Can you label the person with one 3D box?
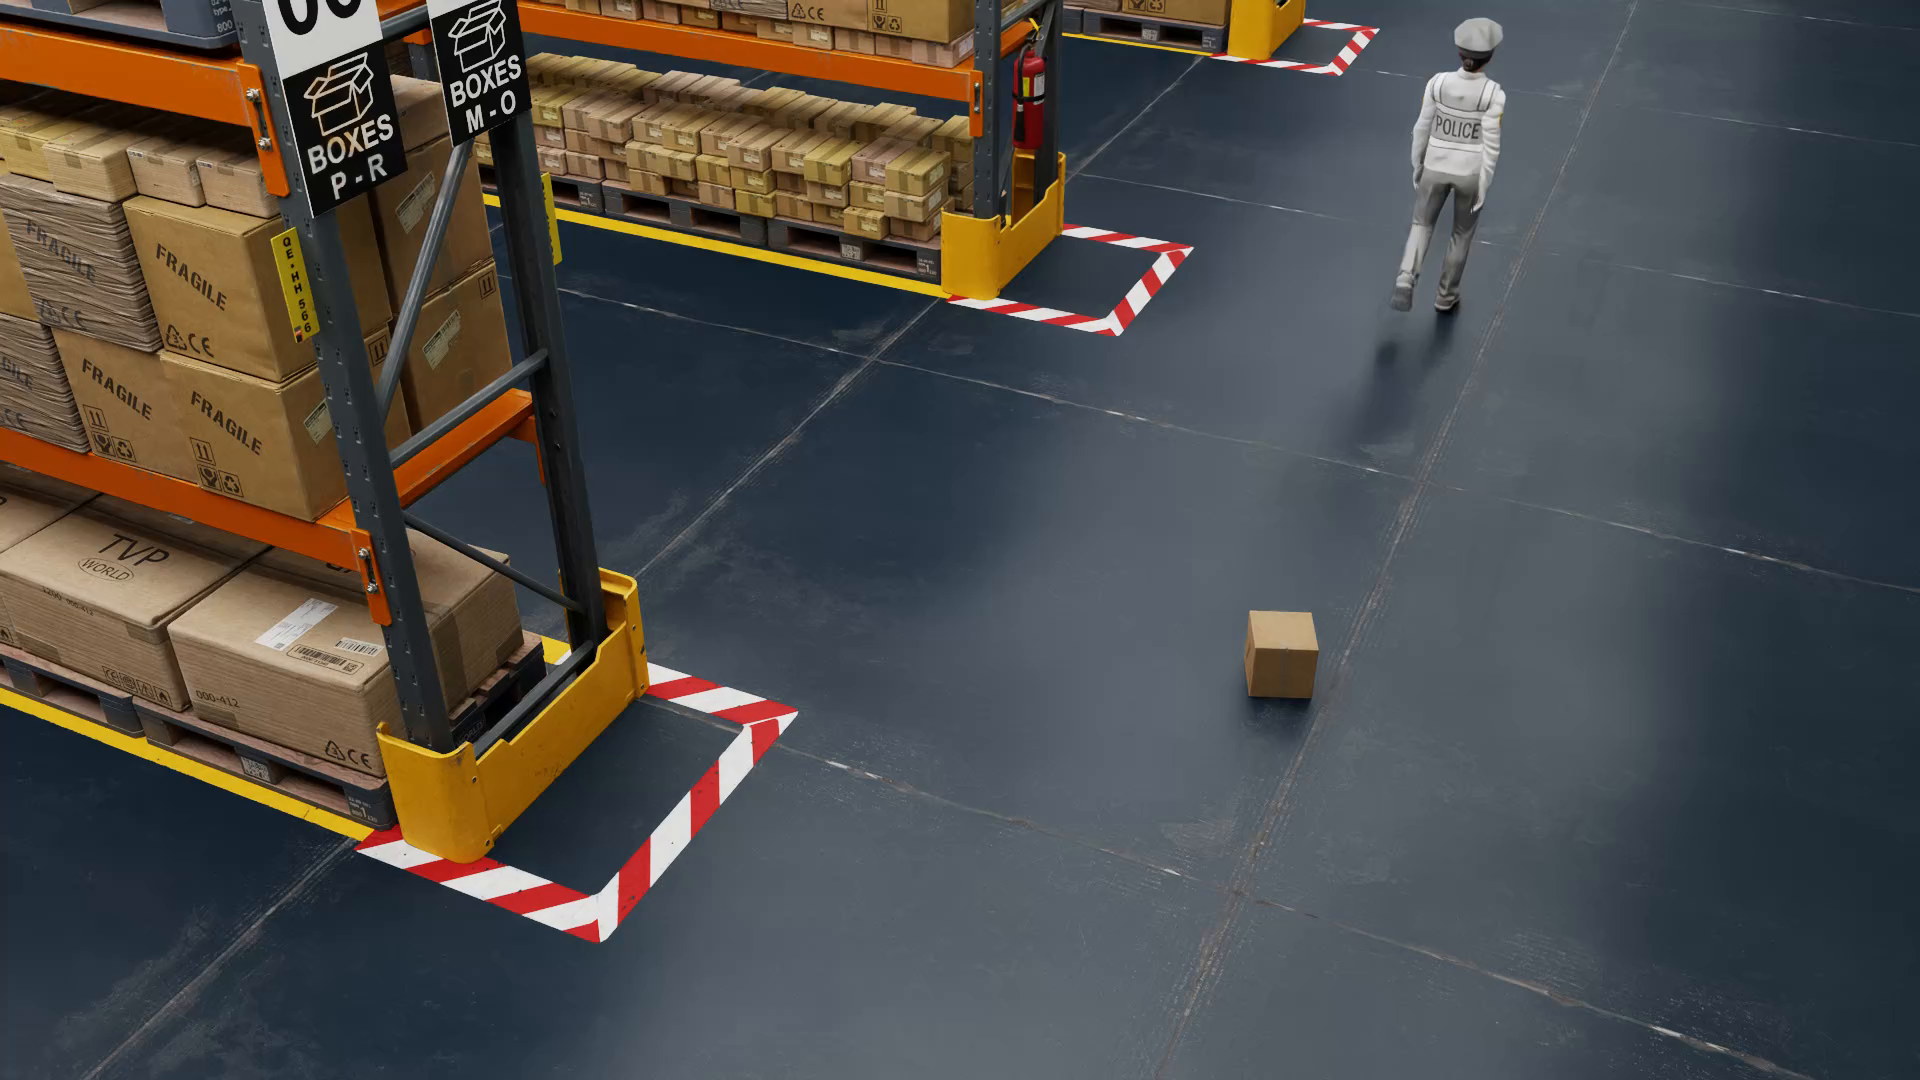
[{"bbox_3d":[2.673,-1.995,9.062,0.481,1.668,0.680,17,37,23],"label":"person"}]
